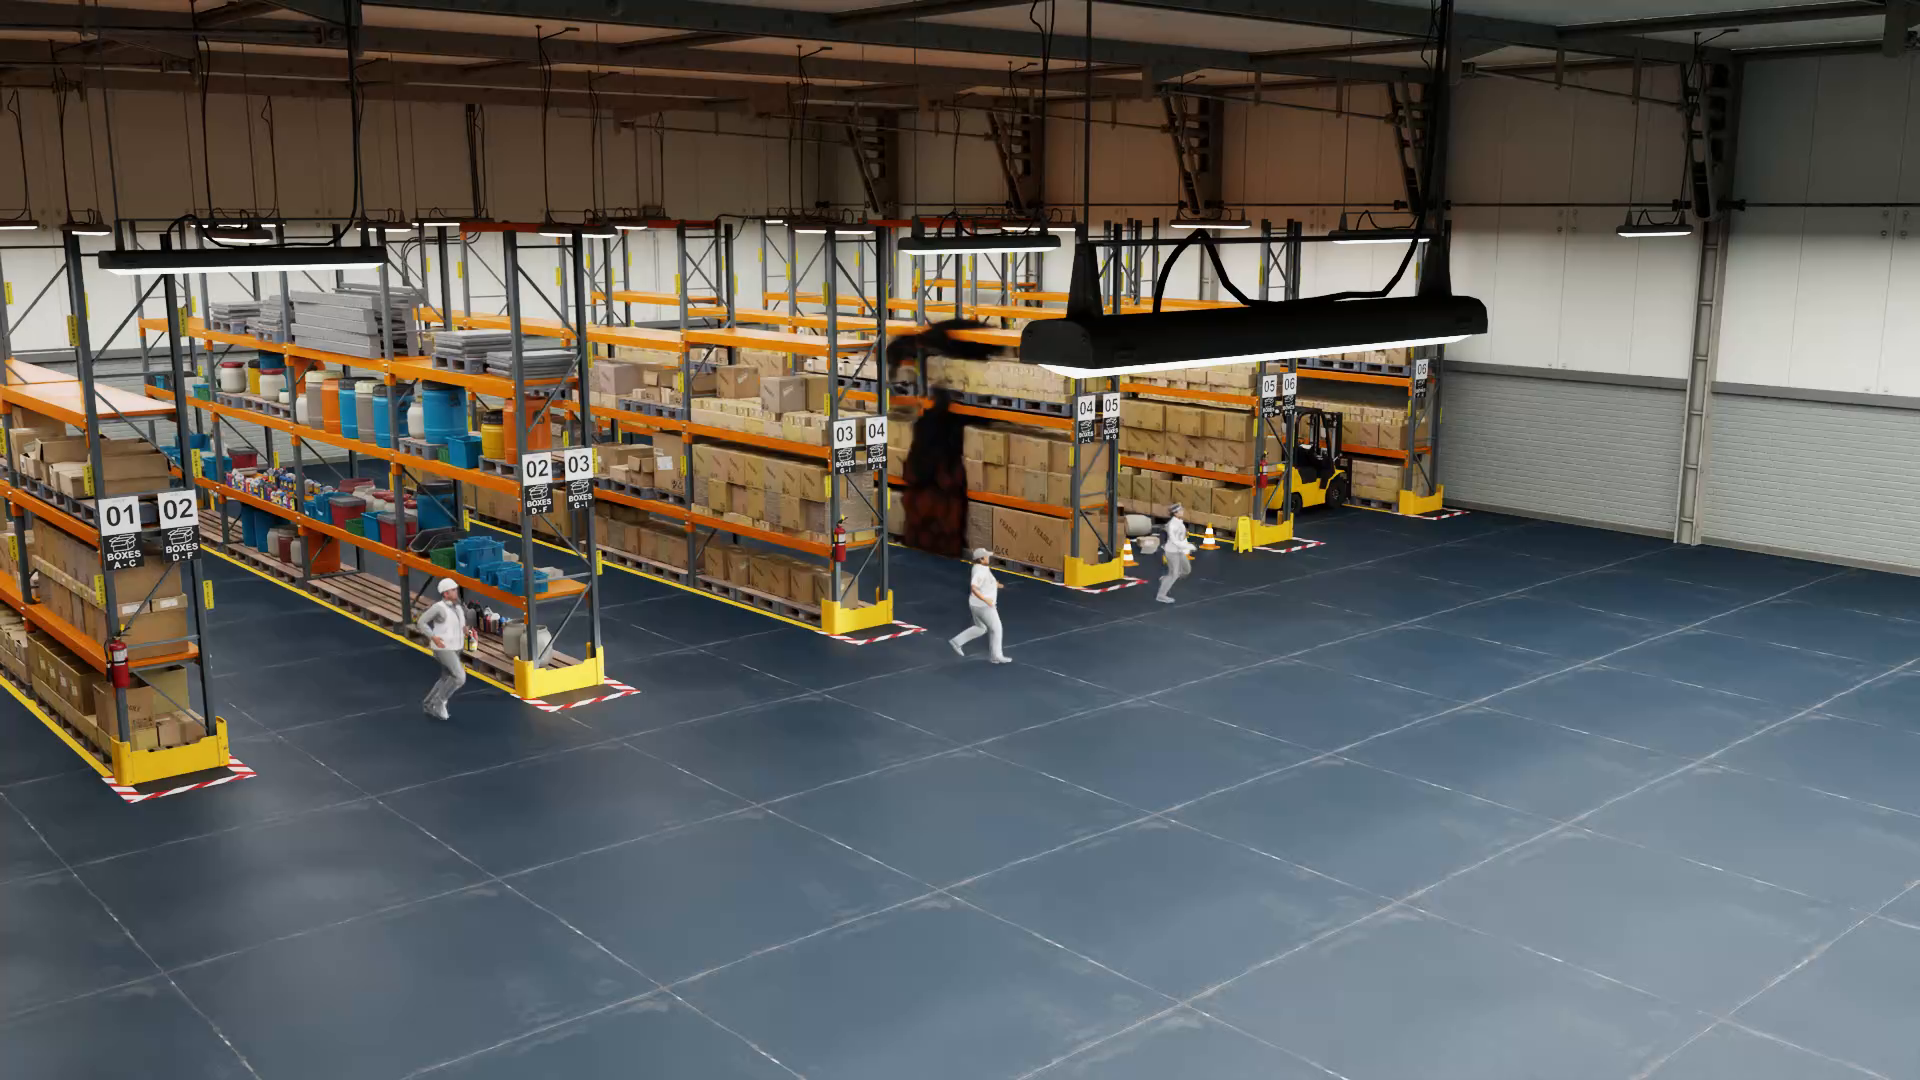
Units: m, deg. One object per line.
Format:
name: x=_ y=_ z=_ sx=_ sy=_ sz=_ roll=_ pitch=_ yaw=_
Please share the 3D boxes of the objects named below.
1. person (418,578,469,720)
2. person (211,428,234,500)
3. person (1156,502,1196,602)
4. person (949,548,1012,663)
person: x=-6.416 y=1.346 z=20.805 sx=0.635 sy=1.749 sz=0.633 roll=2 pitch=12 yaw=11
person: x=-15.986 y=-1.652 z=35.940 sx=0.594 sy=1.617 sz=0.563 roll=-8 pitch=14 yaw=-35
person: x=3.500 y=0.185 z=26.780 sx=0.631 sy=1.652 sz=0.638 roll=3 pitch=12 yaw=16
person: x=0.303 y=0.916 z=23.162 sx=0.851 sy=1.639 sz=0.619 roll=-2 pitch=12 yaw=-10
